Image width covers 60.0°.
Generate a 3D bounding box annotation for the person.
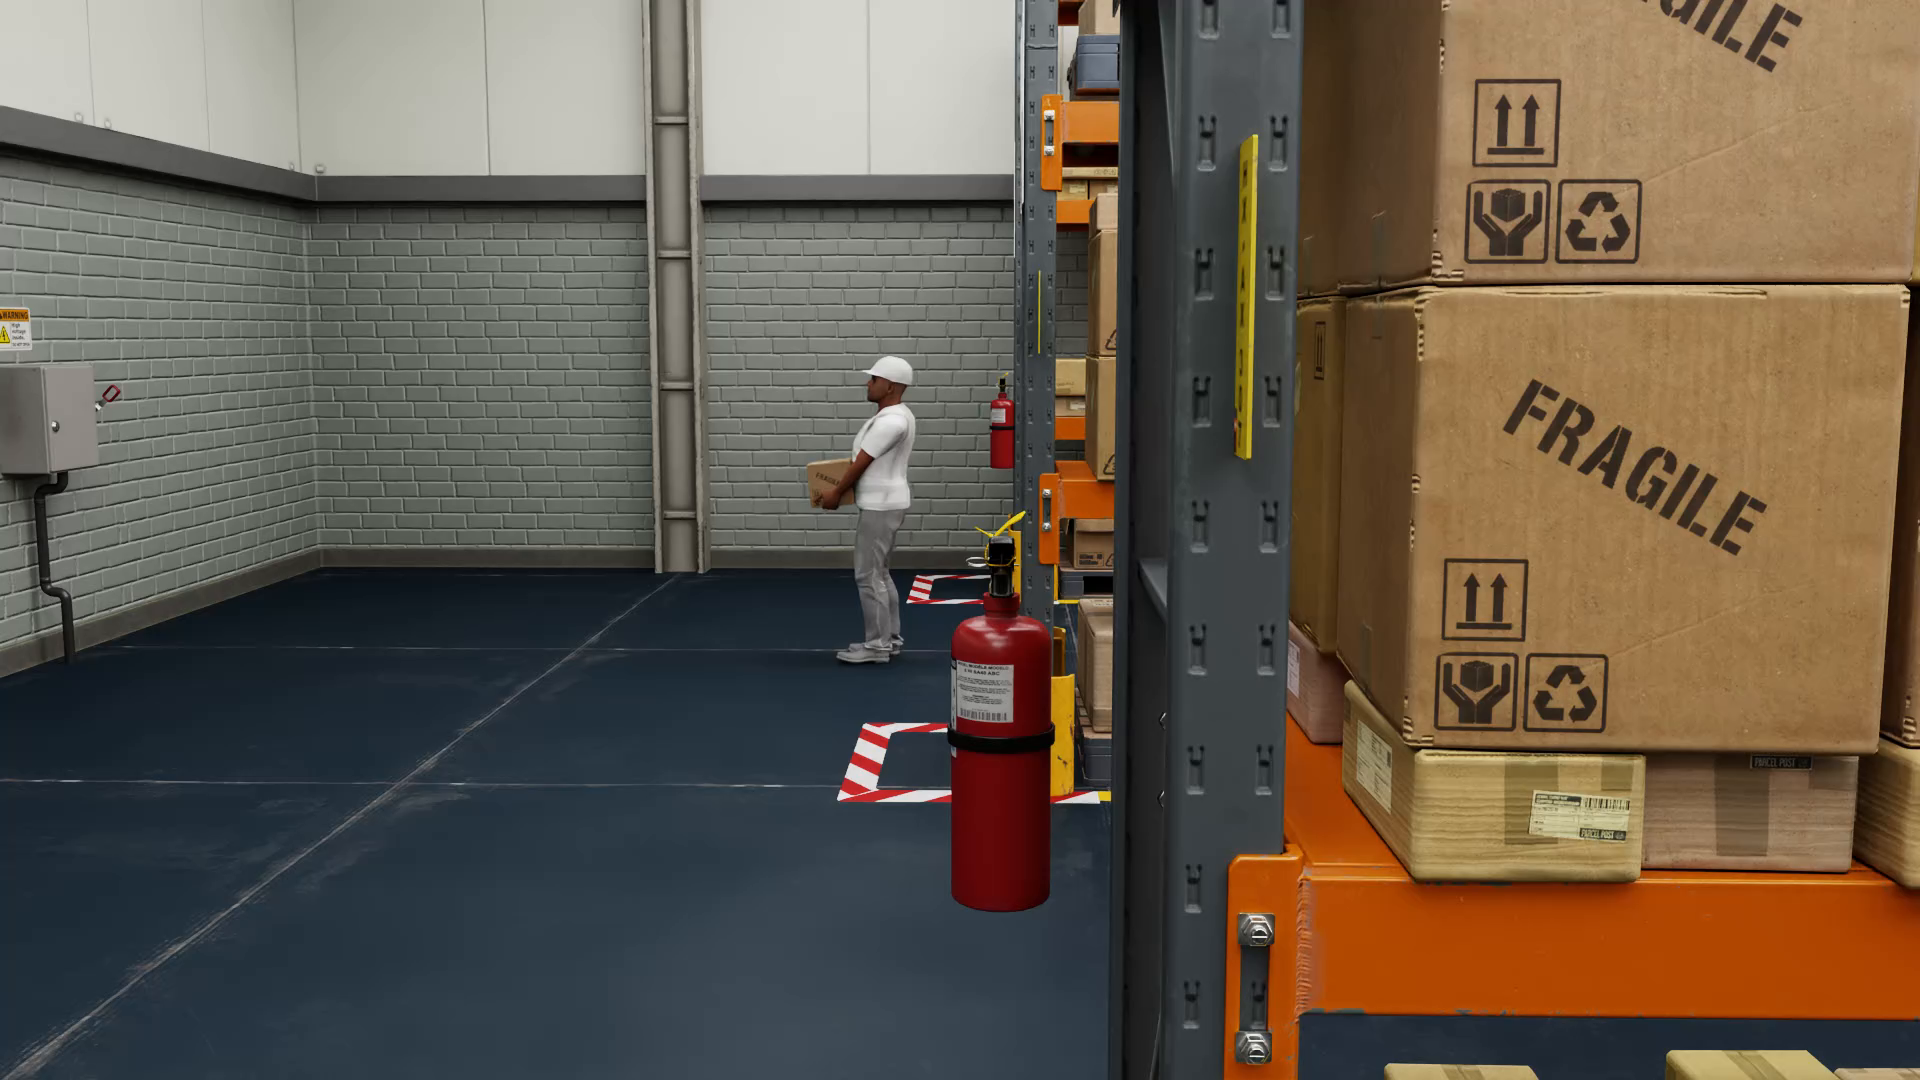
[{"bbox_3d":[-0.548,-0.175,9.590,0.577,1.761,0.502,0,7,1],"label":"person"}]
